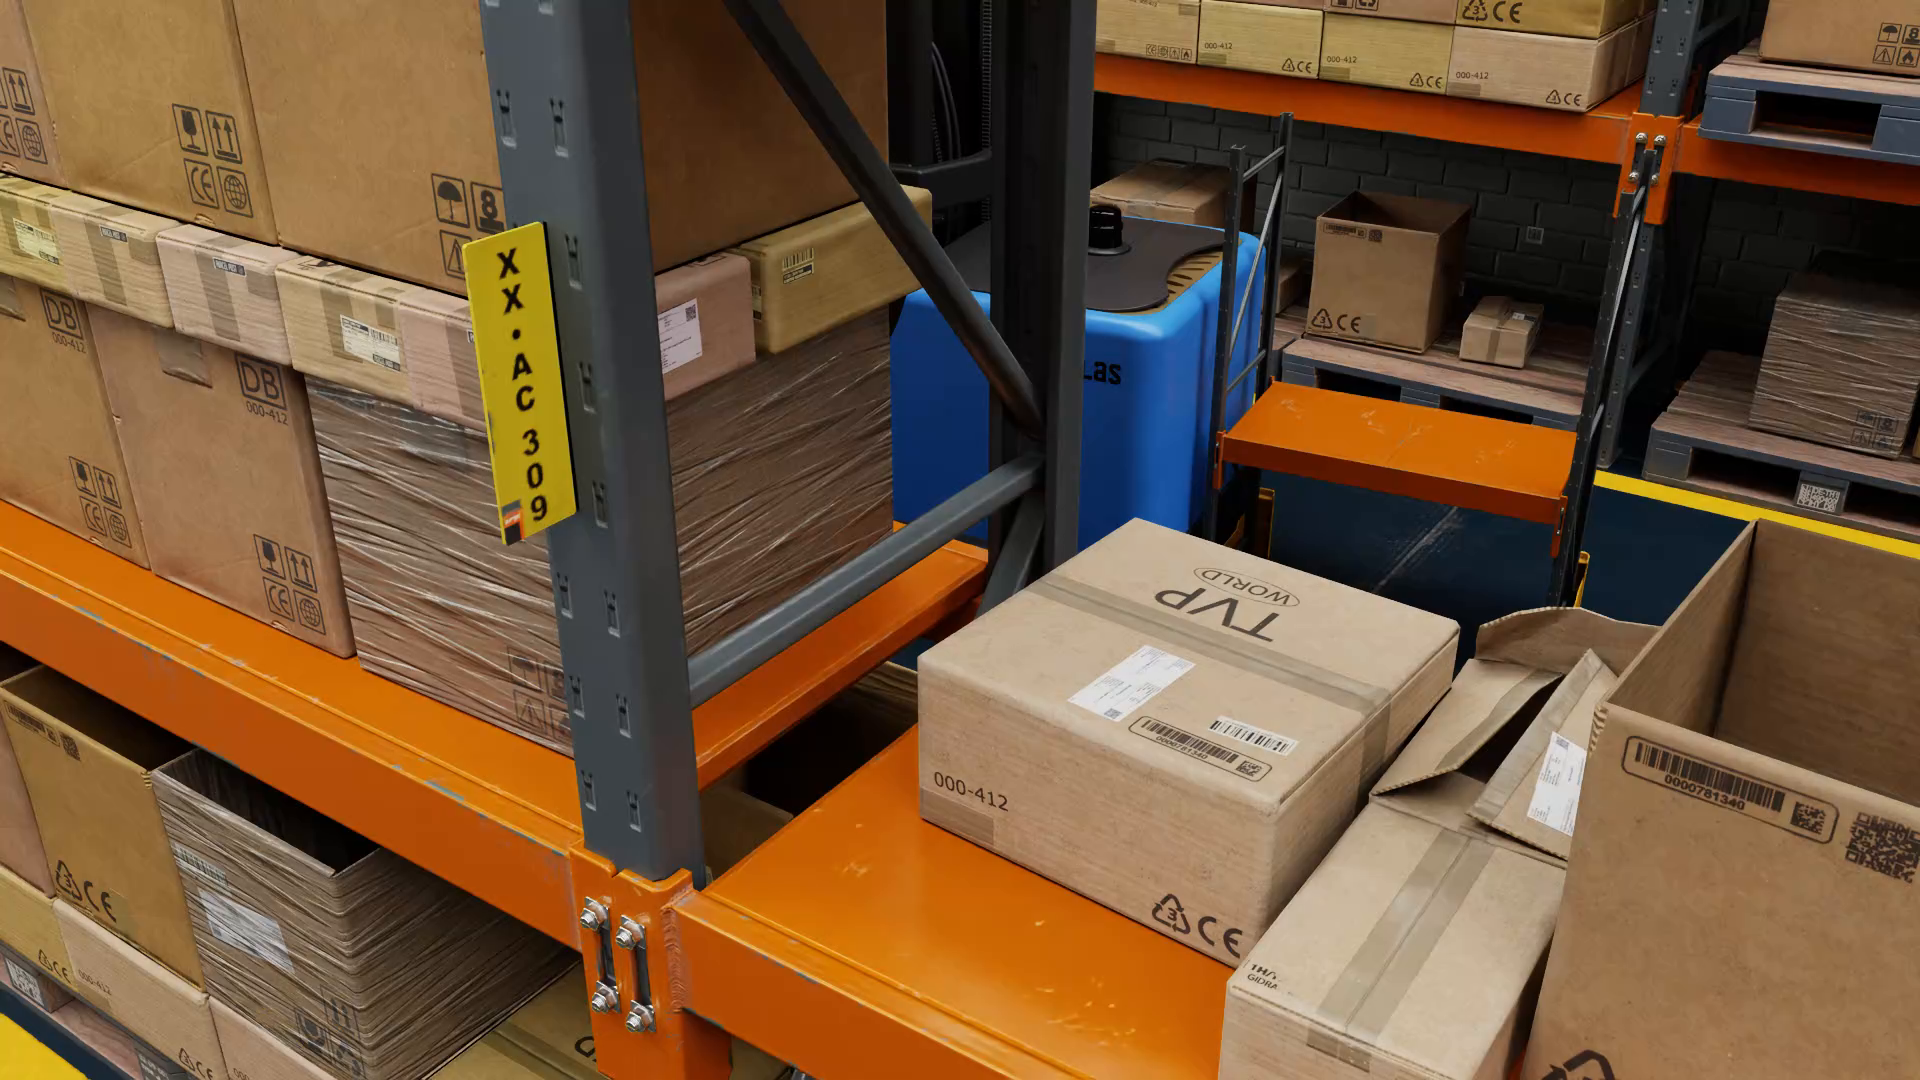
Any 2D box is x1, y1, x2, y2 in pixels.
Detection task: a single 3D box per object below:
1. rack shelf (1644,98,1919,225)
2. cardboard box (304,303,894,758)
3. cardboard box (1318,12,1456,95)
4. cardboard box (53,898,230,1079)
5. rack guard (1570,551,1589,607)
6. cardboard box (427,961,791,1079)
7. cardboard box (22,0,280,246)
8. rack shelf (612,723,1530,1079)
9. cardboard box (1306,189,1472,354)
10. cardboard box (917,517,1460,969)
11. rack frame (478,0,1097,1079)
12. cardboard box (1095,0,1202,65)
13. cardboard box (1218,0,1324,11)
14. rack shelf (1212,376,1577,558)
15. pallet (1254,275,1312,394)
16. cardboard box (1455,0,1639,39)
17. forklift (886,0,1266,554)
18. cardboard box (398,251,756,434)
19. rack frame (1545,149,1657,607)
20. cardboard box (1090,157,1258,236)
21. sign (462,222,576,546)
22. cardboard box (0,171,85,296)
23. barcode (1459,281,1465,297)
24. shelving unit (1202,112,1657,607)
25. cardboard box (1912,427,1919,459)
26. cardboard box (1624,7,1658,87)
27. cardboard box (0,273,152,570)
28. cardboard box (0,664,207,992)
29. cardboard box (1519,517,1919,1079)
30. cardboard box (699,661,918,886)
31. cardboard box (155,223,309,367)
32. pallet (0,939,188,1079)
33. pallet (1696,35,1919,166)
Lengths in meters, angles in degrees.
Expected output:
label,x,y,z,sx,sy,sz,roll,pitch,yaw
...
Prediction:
label,x,y,z,sx,sy,sz,roll,pitch,yaw
rack shelf,4.313,-0.962,5.127,4.000,0.370,1.077,17,32,30
cardboard box,-0.506,-0.100,2.528,0.500,0.500,0.700,16,31,29
cardboard box,1.697,-1.878,6.276,0.500,0.250,0.500,17,32,31
cardboard box,-1.470,0.803,3.434,0.500,0.250,0.500,17,32,30
rack guard,1.772,0.262,4.960,0.087,0.250,0.587,13,30,24
cardboard box,-0.643,1.058,2.933,0.500,0.250,0.500,17,32,30
cardboard box,-0.923,-0.807,2.488,0.500,0.500,0.700,17,32,30
rack shelf,1.512,0.891,1.486,4.000,0.370,1.077,17,32,30
cardboard box,1.787,-1.130,6.934,0.500,0.500,0.500,15,30,27
cardboard box,0.294,0.234,2.149,0.500,0.250,0.500,20,33,33
rack frame,-0.135,0.055,2.334,0.053,2.616,0.949,17,32,30
cardboard box,0.858,-2.130,6.771,0.500,0.250,0.500,18,32,31
cardboard box,1.276,-2.338,6.353,0.500,0.500,0.500,16,31,29
rack shelf,1.320,-0.239,4.962,1.000,0.185,0.538,13,30,24
pallet,1.081,-1.026,7.533,1.213,0.211,1.003,17,32,30
cardboard box,2.100,-2.078,5.843,0.500,0.500,0.500,17,32,30
forklift,-0.562,-1.434,5.337,3.031,2.935,1.130,13,30,24
cardboard box,-0.482,-0.267,2.142,0.250,0.149,0.380,17,32,30
rack frame,1.774,-0.295,4.676,0.032,1.500,0.500,13,30,24
cardboard box,0.933,-1.341,7.348,0.500,0.500,0.700,15,31,27
sign,-0.450,-0.157,1.709,0.005,0.325,0.100,17,32,30
cardboard box,-1.320,-0.529,2.656,0.250,0.149,0.380,17,32,30
barcode,2.134,-1.084,7.153,0.075,0.075,0.001,17,32,30
shelving unit,1.328,-0.397,4.877,1.083,1.500,0.587,13,30,24
cardboard box,3.735,-0.582,5.857,0.500,0.500,0.700,17,31,29
cardboard box,2.399,-1.939,6.397,0.500,0.250,0.500,18,32,31
cardboard box,-1.356,-0.363,3.046,0.500,0.500,0.700,18,32,31
cardboard box,-1.463,0.464,3.274,0.500,0.500,0.500,17,32,30
cardboard box,0.921,0.351,1.644,0.500,0.500,0.500,20,33,34
cardboard box,-0.342,0.525,3.154,0.500,0.500,0.500,17,32,30
cardboard box,-0.902,-0.397,2.398,0.250,0.149,0.380,16,31,29
pallet,-1.778,0.766,4.011,1.213,0.211,1.003,17,32,30
pallet,3.212,-1.460,5.524,1.213,0.211,1.003,17,32,30
